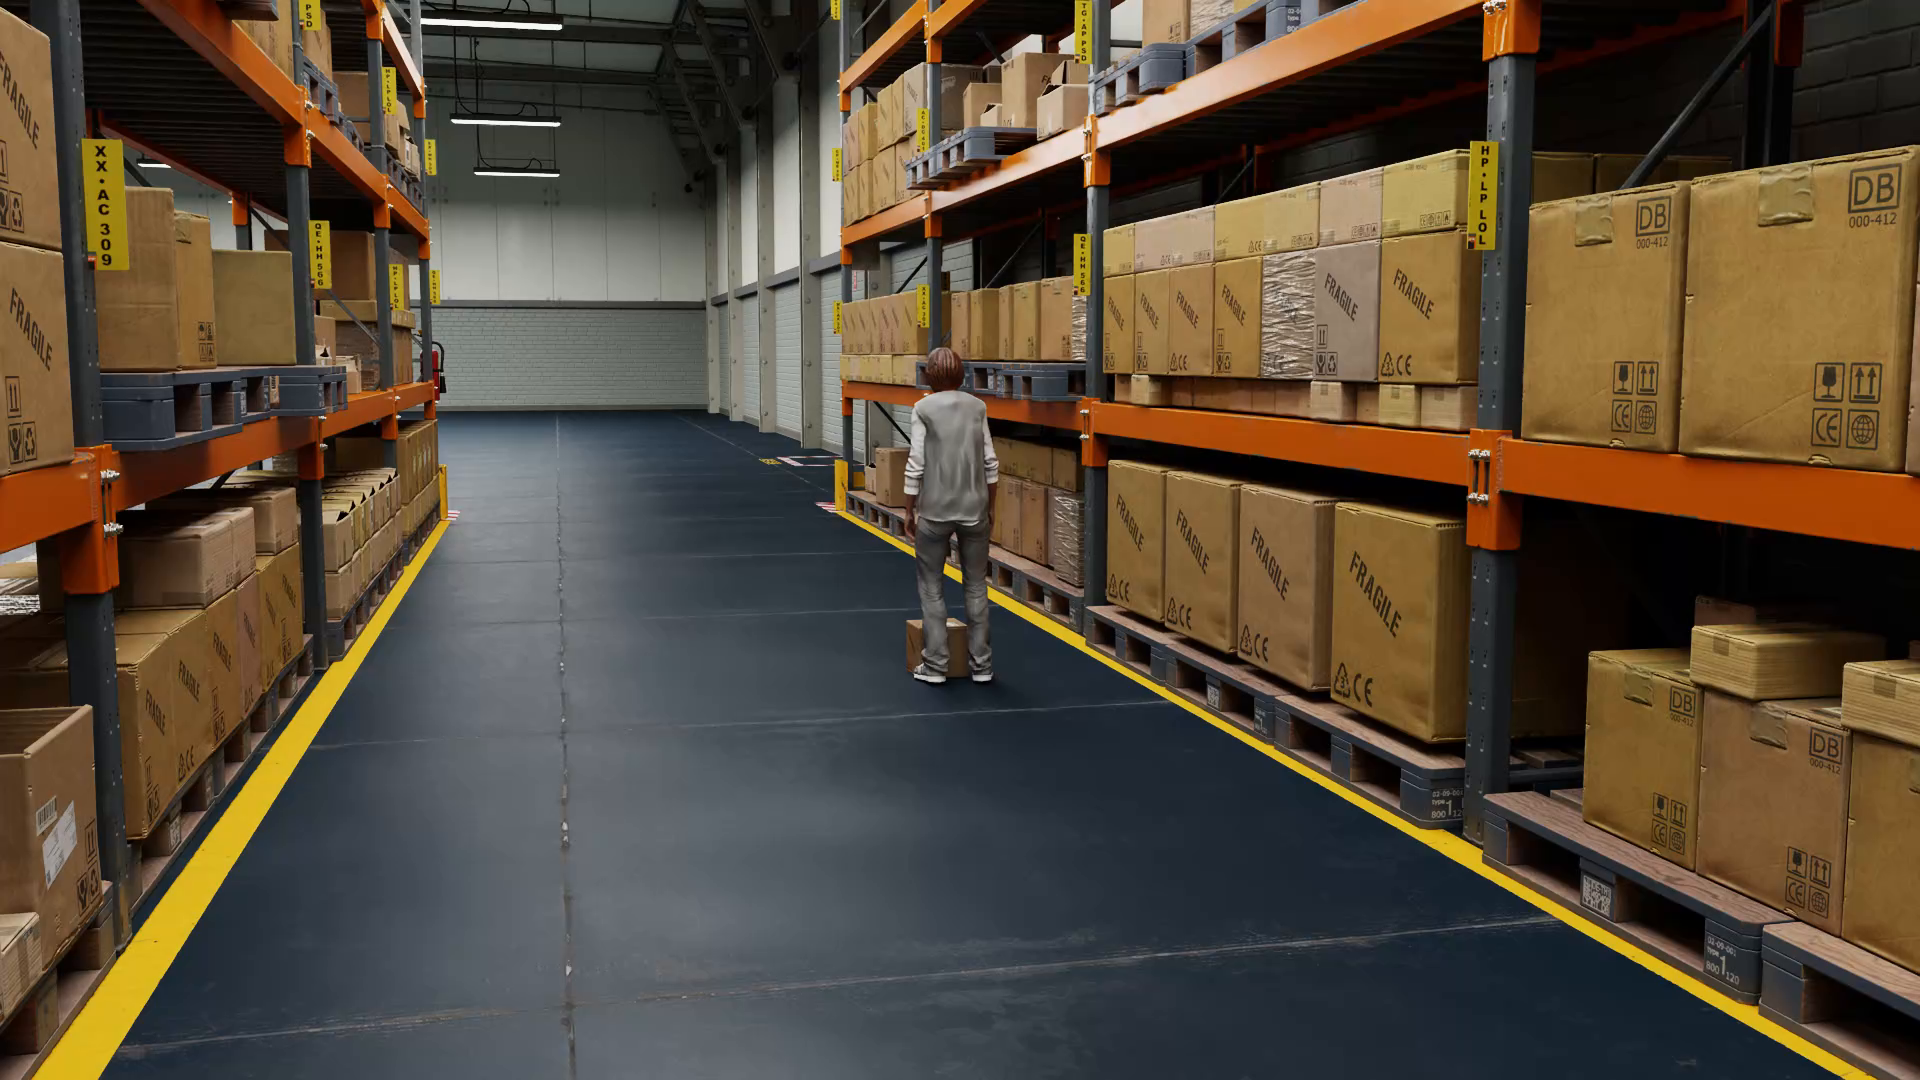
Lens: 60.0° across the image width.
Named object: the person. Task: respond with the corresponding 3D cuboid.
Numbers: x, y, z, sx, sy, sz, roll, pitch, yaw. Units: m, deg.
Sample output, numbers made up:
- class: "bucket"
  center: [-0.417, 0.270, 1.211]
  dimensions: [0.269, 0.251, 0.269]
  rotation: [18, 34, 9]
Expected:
- class: "person"
  center: [-0.047, -0.110, 7.883]
  dimensions: [0.466, 1.590, 0.376]
  rotation: [-2, 7, -17]
